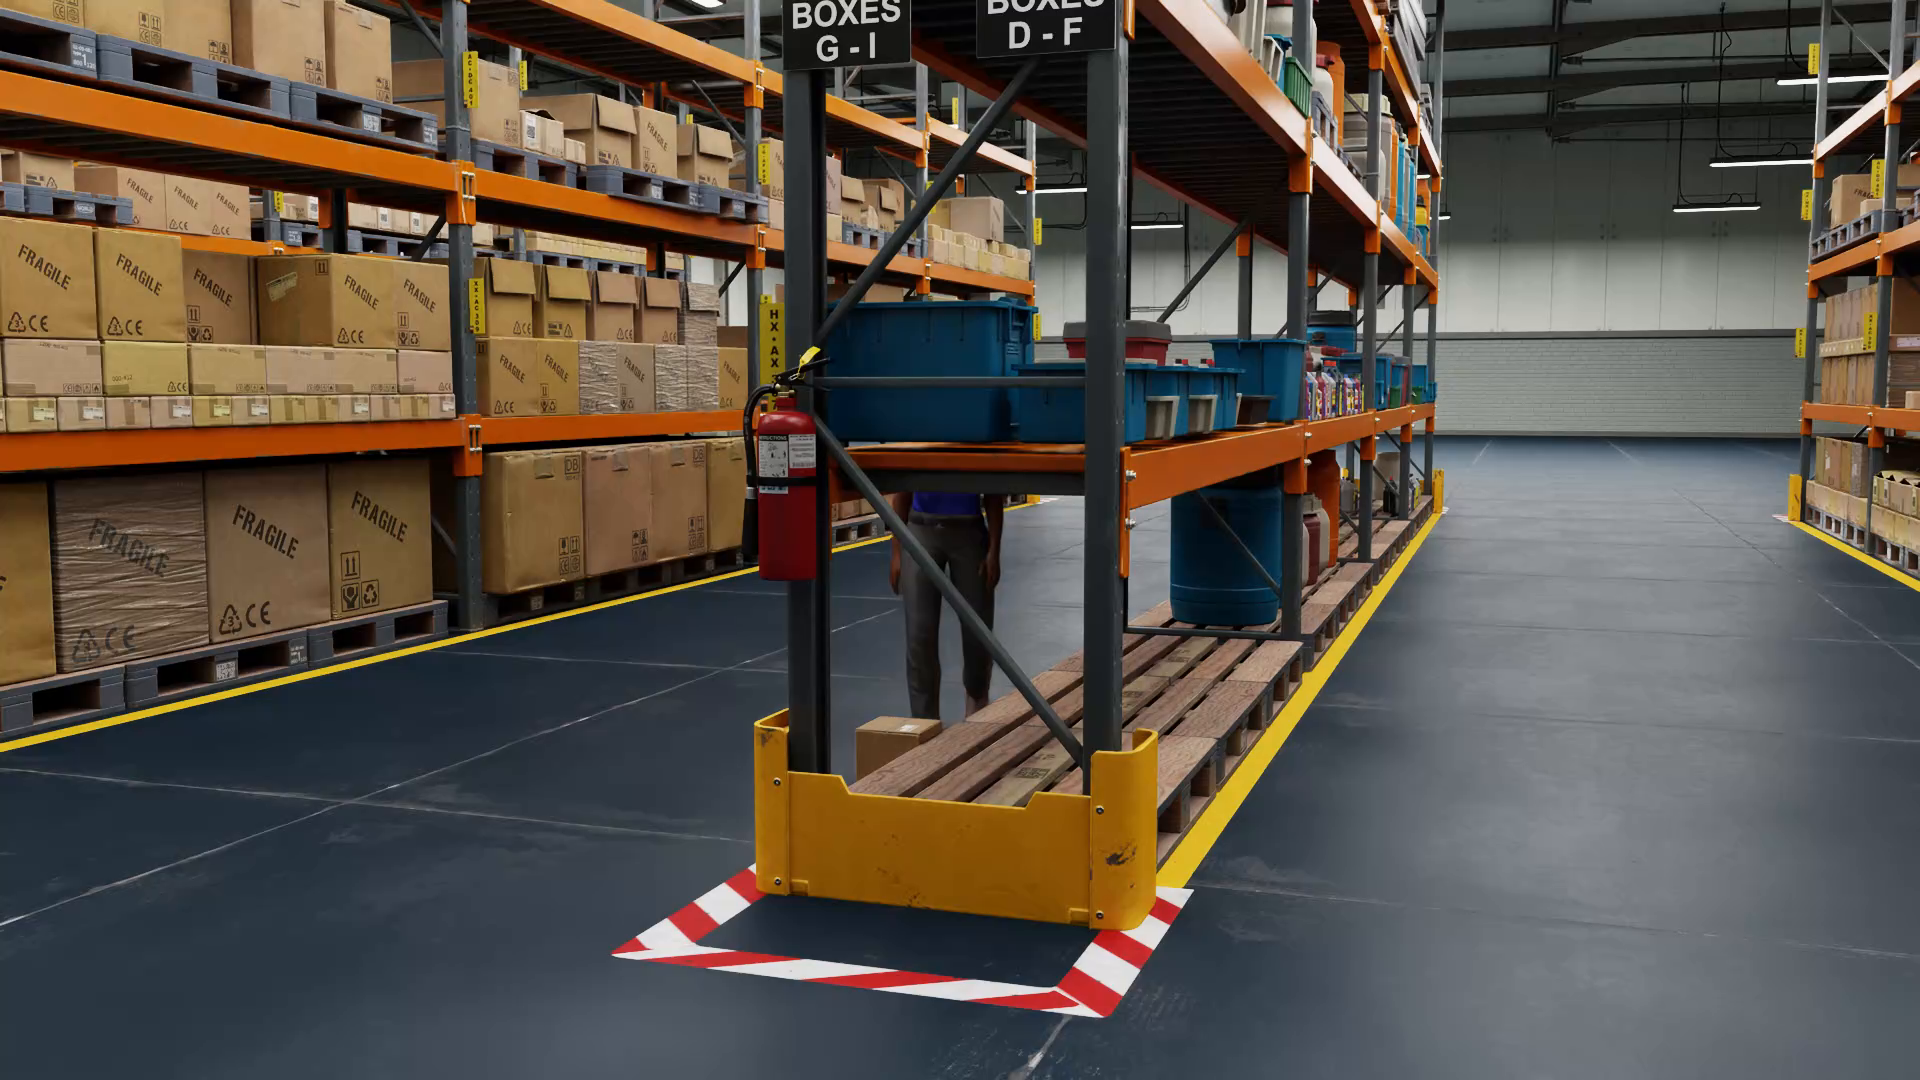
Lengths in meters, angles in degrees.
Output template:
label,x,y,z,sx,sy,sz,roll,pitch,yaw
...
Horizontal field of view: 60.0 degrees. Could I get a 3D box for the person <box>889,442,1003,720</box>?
label,x,y,z,sx,sy,sz,roll,pitch,yaw
person,-0.057,0.040,6.725,0.464,1.625,0.779,0,5,2
